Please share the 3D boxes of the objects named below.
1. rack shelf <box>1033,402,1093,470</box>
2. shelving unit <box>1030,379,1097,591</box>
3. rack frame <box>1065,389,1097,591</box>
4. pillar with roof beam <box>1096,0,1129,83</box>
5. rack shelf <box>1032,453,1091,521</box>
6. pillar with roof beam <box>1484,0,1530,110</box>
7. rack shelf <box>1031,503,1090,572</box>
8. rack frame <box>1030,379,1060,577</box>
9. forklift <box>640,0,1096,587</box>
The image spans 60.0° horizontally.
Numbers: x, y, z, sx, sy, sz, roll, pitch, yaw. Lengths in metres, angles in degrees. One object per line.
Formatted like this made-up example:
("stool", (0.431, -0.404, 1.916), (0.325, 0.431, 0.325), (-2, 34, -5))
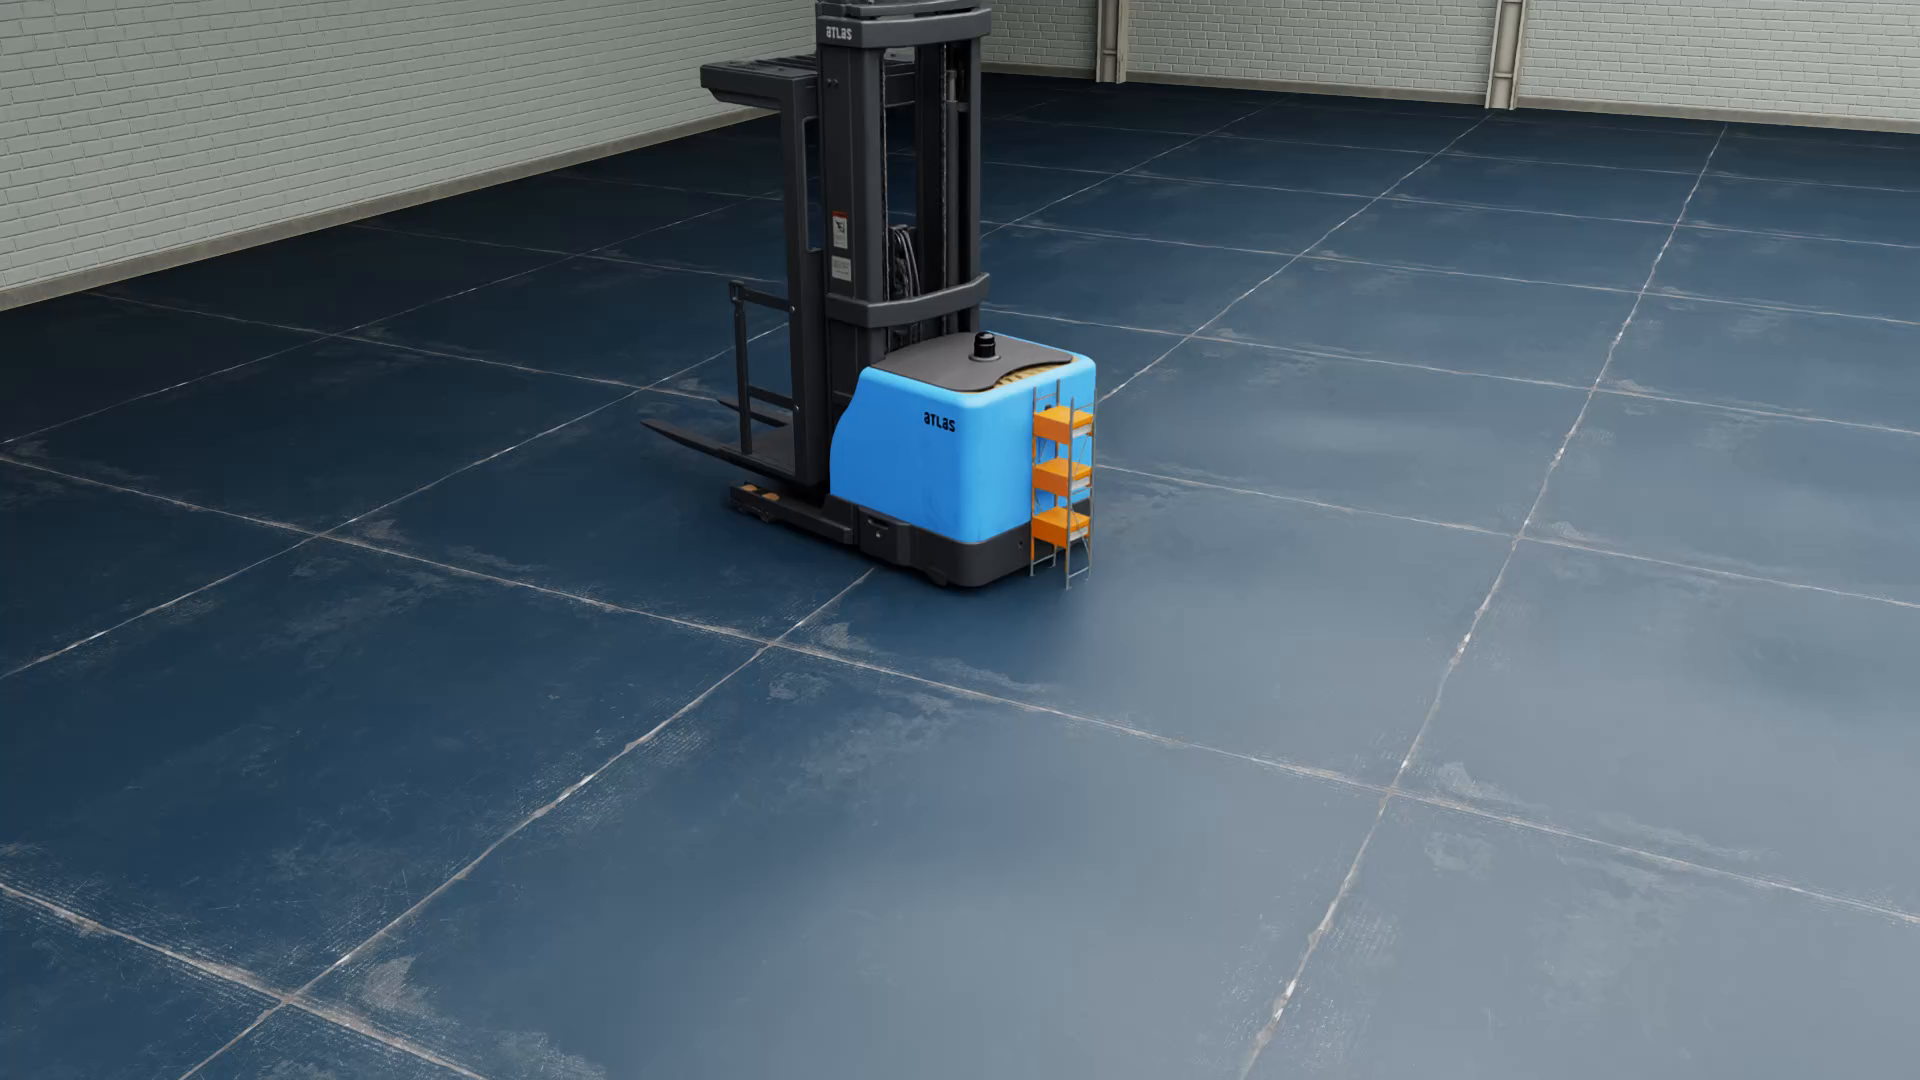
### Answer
("rack shelf", (0.530, -0.533, 8.463), (0.240, 0.259, 0.215), (20, 30, 39))
("shelving unit", (0.530, -0.281, 8.570), (0.252, 1.050, 0.215), (20, 30, 39))
("rack frame", (0.619, -0.249, 8.493), (0.008, 1.050, 0.200), (20, 30, 39))
("pillar with roof beam", (0.447, -9.893, 21.014), (0.400, 9.000, 9.100), (11, 25, 25))
("rack shelf", (0.530, -0.272, 8.574), (0.240, 0.259, 0.215), (20, 30, 39))
("pillar with roof beam", (5.801, -8.834, 18.523), (0.400, 9.000, 9.100), (11, 25, 25))
("rack shelf", (0.530, -0.016, 8.683), (0.240, 0.259, 0.215), (20, 30, 39))
("rack frame", (0.441, -0.314, 8.647), (0.008, 1.050, 0.200), (20, 30, 39))
("forklift", (-0.684, -1.581, 9.223), (3.031, 2.935, 1.130), (20, 30, 39))
